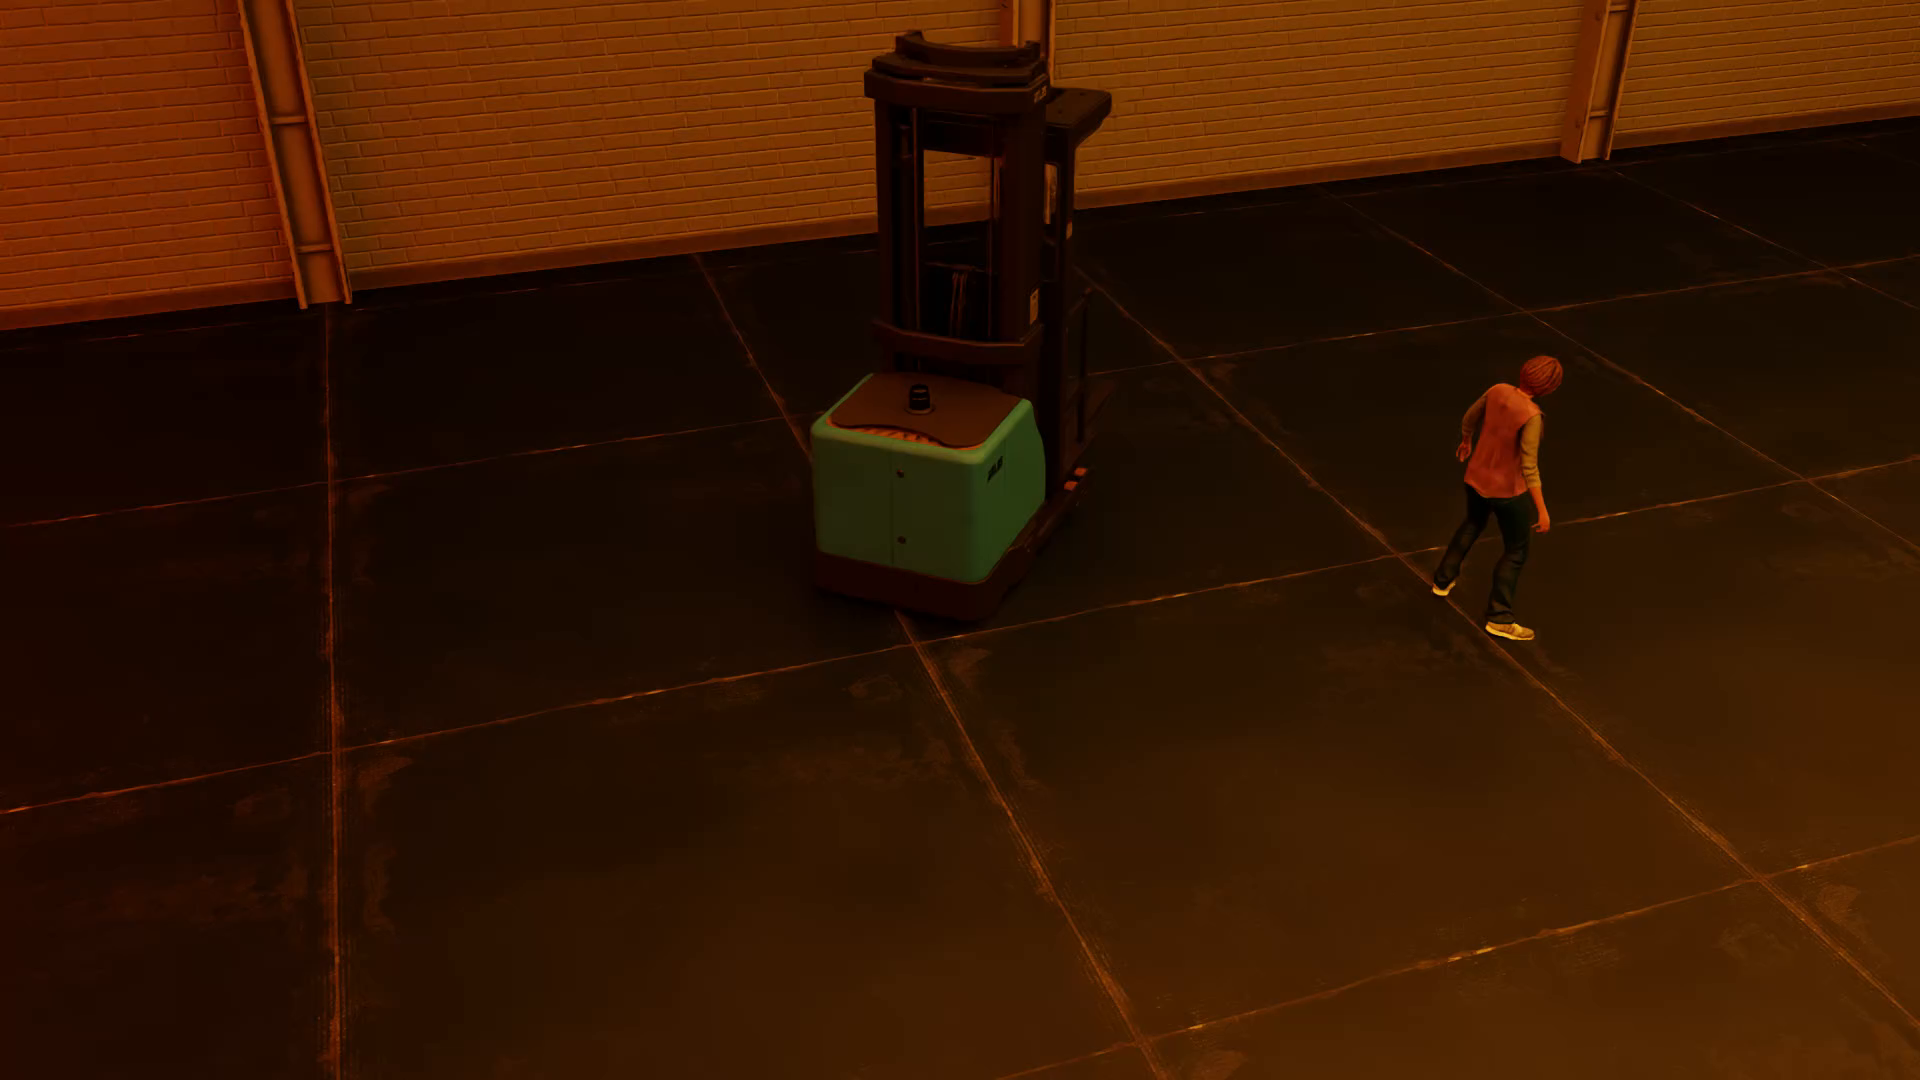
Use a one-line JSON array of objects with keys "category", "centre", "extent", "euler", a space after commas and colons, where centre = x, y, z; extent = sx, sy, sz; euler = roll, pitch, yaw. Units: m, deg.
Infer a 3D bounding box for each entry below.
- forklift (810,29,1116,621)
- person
[{"category": "forklift", "centre": [0.197, -1.544, 9.771], "extent": [1.130, 2.935, 3.031], "euler": [11, 32, 19]}, {"category": "person", "centre": [2.940, -0.279, 9.004], "extent": [0.370, 1.545, 0.788], "euler": [-13, 32, -21]}]
